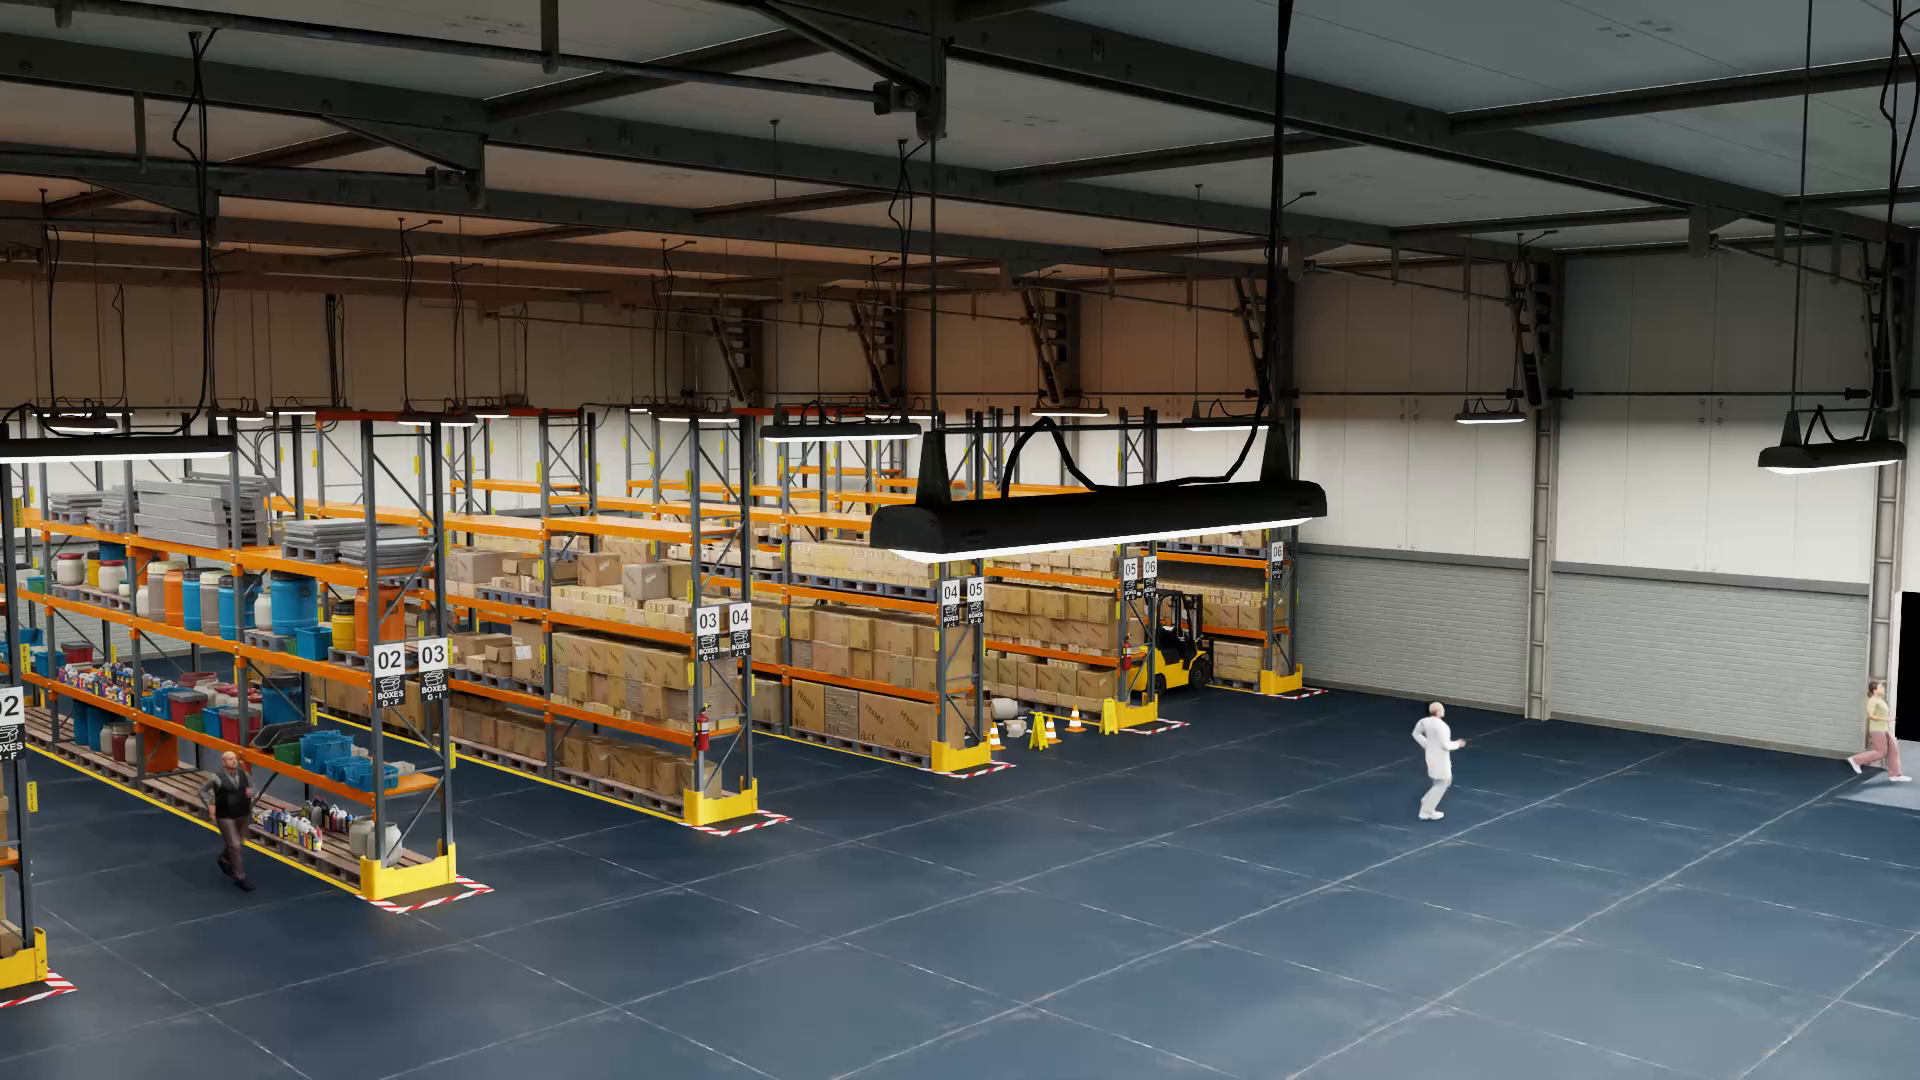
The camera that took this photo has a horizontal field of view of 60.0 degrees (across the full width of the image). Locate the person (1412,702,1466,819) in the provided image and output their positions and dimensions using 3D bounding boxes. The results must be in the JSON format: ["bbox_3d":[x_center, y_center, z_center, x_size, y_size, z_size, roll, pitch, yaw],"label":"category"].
[{"bbox_3d":[7.133,3.368,24.675,0.676,1.572,0.694,-1,5,-10],"label":"person"}]

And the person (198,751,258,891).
[{"bbox_3d":[-9.326,3.560,21.316,0.960,1.714,0.652,4,6,35],"label":"person"}]

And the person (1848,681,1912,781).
[{"bbox_3d":[15.080,3.114,27.186,0.903,1.611,0.592,4,7,40],"label":"person"}]
